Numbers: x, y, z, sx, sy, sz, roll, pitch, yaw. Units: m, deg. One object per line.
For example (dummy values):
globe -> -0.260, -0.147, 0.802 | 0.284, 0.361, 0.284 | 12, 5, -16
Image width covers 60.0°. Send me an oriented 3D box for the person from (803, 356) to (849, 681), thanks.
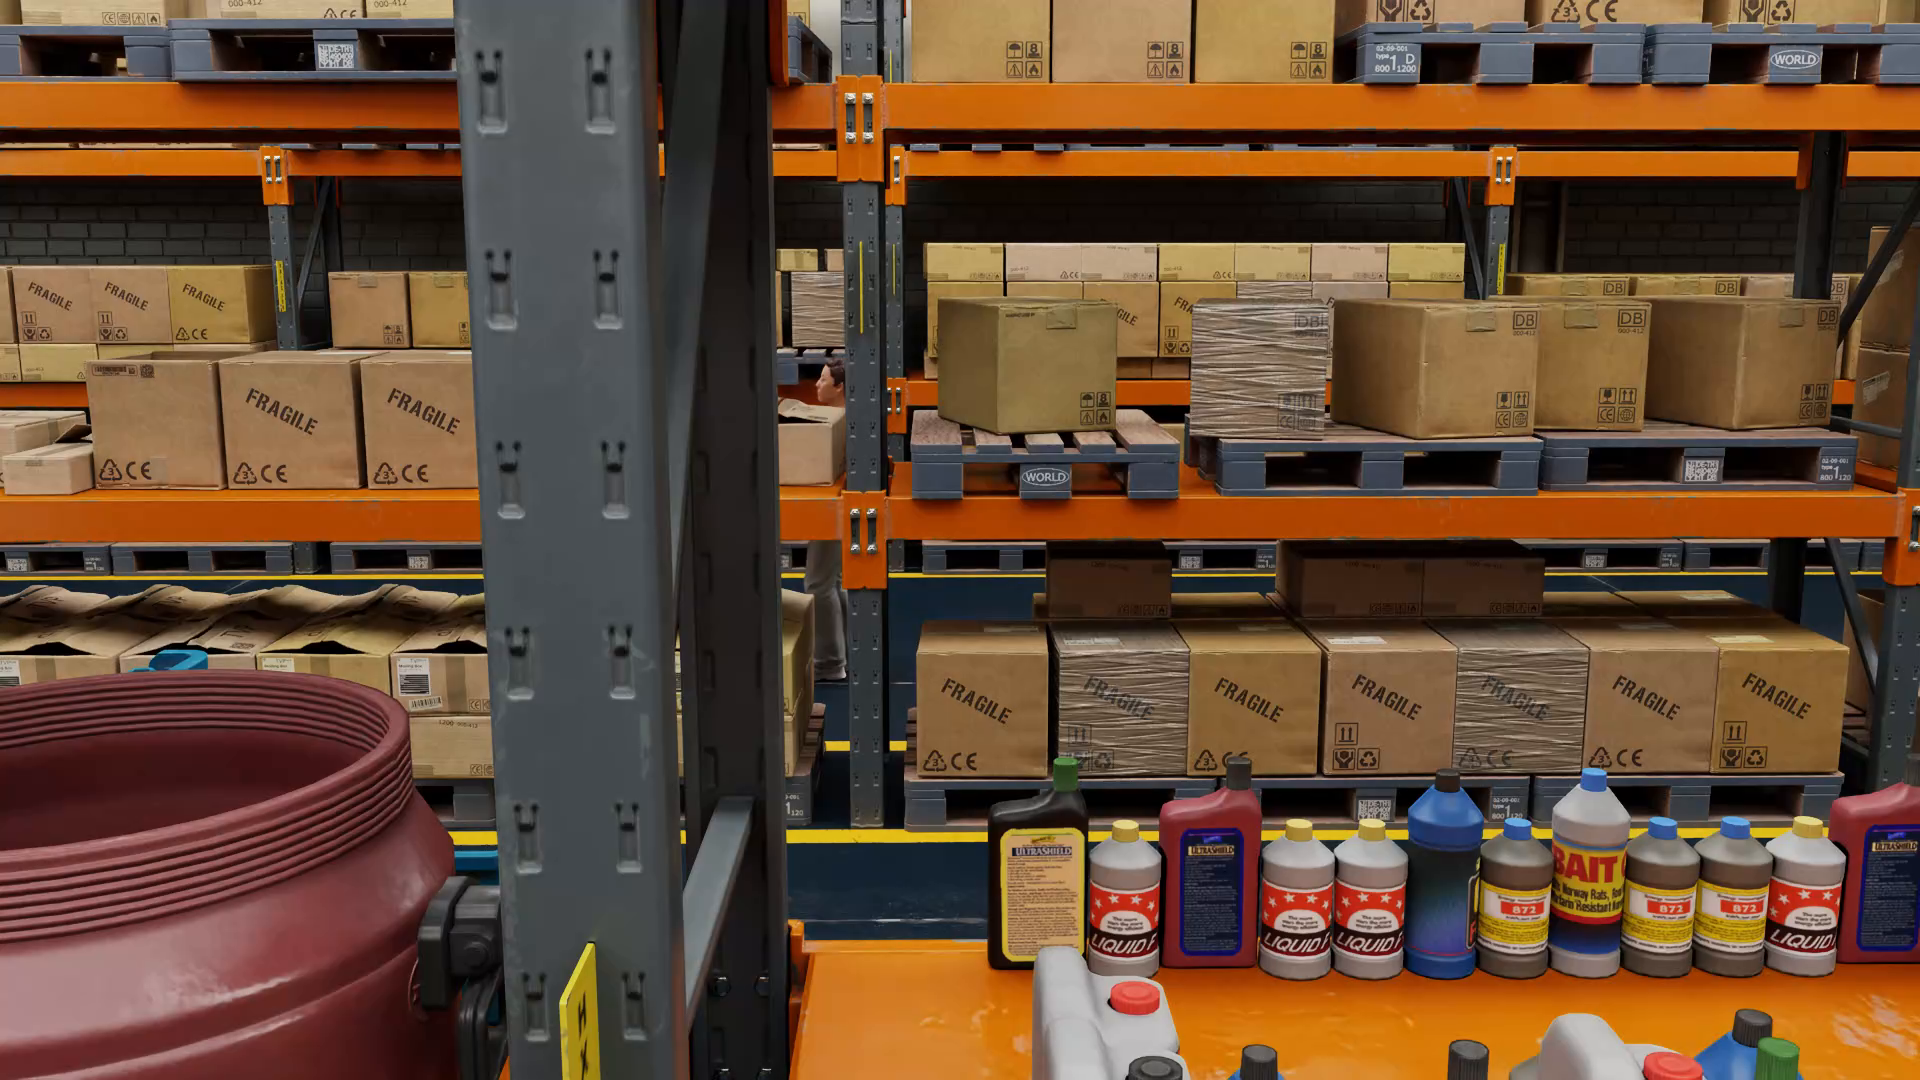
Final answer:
person -> -0.721, -0.108, 8.543 | 0.558, 1.664, 0.436 | 0, 10, 0
